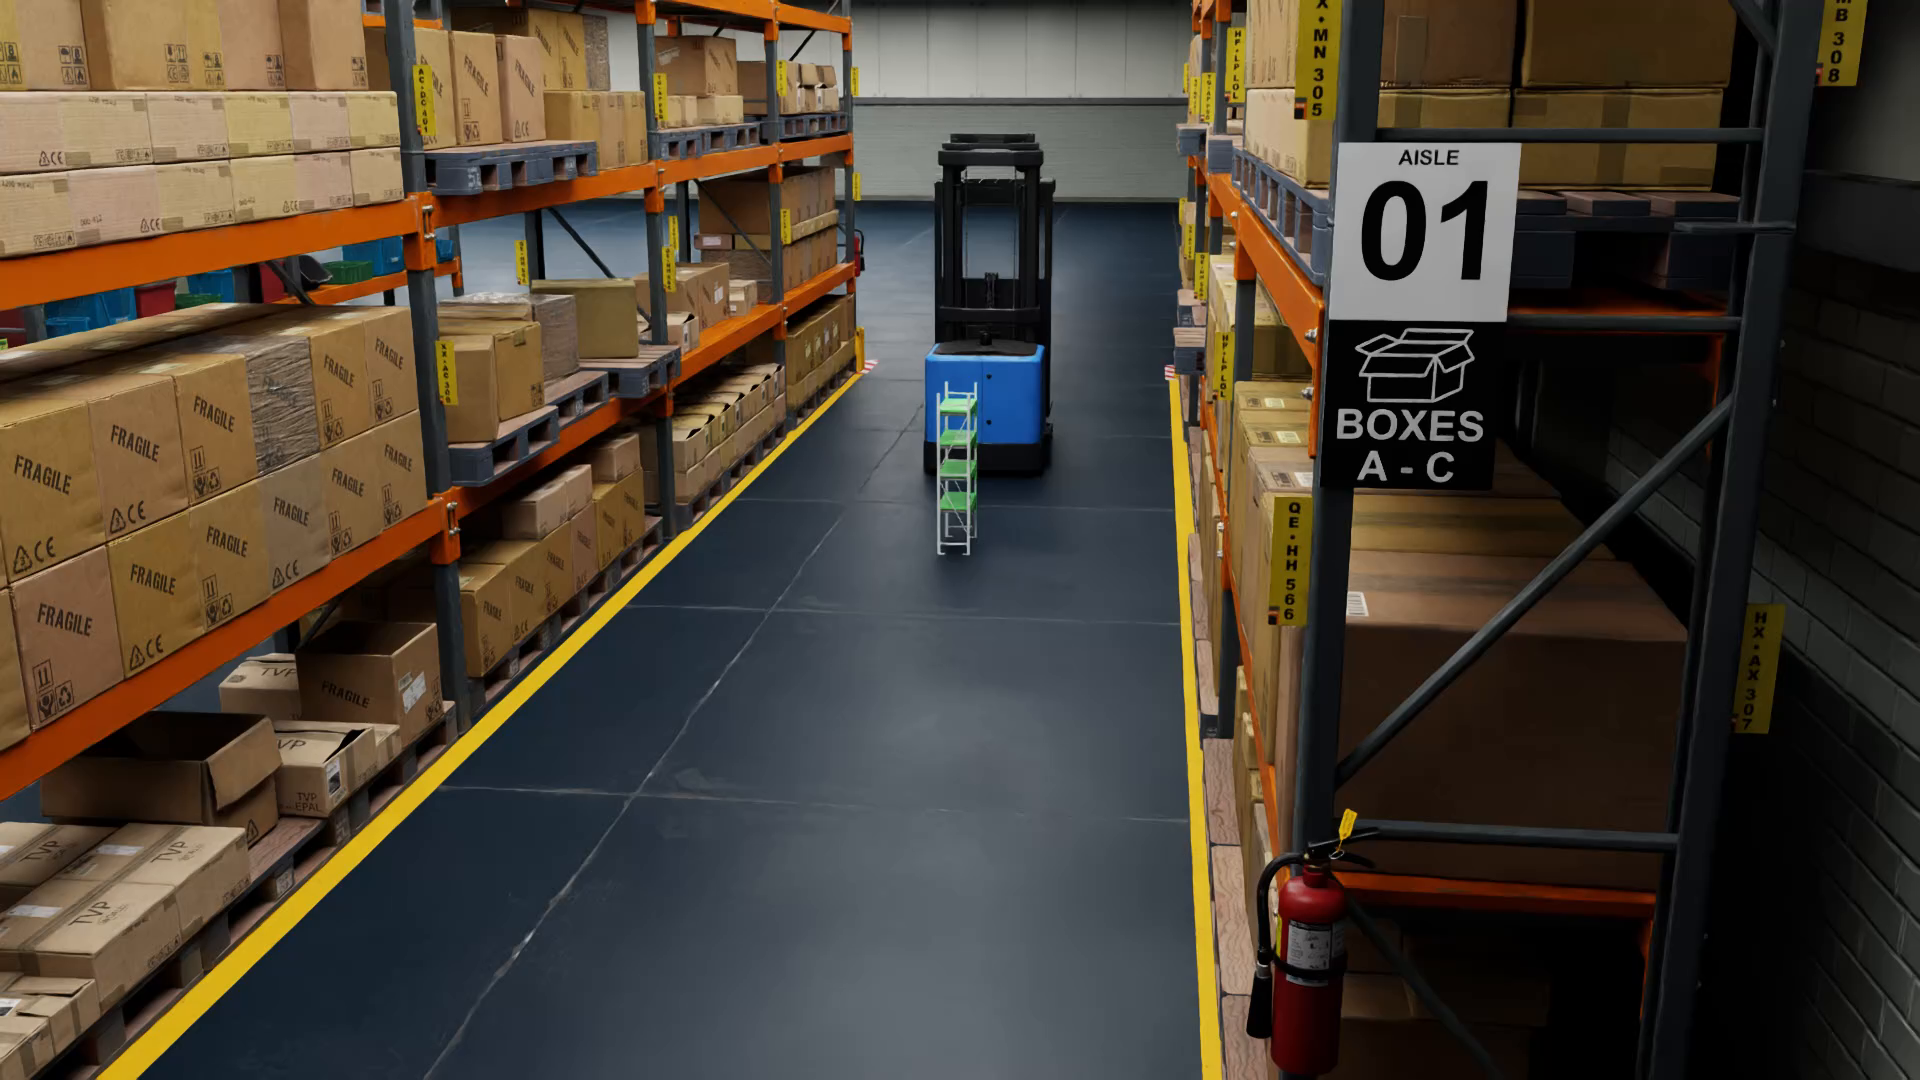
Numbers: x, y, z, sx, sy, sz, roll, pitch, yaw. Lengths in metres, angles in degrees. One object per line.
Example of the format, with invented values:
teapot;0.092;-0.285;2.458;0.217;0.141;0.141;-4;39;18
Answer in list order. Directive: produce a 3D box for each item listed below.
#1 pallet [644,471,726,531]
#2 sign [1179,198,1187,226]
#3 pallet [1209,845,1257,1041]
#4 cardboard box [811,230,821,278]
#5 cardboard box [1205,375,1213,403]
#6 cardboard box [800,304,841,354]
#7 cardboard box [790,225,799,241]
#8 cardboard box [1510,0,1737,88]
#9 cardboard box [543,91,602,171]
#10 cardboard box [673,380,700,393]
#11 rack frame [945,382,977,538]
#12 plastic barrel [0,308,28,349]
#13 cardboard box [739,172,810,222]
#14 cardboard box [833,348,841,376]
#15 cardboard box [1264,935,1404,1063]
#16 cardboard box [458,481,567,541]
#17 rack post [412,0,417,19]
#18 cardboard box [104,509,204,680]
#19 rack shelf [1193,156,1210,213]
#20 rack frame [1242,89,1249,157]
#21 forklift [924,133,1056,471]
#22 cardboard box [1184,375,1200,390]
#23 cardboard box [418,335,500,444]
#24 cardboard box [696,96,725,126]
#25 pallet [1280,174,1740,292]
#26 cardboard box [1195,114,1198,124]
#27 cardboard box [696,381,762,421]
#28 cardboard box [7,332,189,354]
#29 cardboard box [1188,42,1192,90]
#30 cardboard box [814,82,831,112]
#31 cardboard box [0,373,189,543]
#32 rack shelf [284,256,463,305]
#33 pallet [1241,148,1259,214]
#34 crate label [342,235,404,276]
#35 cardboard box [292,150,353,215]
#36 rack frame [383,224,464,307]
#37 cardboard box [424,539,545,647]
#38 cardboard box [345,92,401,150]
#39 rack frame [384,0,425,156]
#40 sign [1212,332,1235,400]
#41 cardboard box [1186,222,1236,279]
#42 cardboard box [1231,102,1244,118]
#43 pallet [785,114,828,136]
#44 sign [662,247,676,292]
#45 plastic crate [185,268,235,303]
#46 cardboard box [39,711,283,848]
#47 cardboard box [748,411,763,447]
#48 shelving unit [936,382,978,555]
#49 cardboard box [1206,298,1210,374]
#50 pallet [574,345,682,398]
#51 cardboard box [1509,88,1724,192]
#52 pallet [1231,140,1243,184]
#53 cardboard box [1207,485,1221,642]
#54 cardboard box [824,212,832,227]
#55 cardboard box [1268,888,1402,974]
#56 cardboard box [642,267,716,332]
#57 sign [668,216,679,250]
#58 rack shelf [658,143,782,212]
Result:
pallet;-2.542;-0.340;13.516;1.003;0.211;1.213;2;15;6
sign;2.612;-3.838;19.450;0.100;0.325;0.005;2;15;6
pallet;1.498;1.567;6.464;1.003;0.211;1.213;2;15;6
cardboard box;-1.953;-3.212;18.601;0.700;0.500;0.500;2;15;7
cardboard box;1.830;-1.007;11.084;0.380;0.149;0.250;2;15;8
cardboard box;-1.635;-2.379;18.739;0.500;0.500;0.500;2;15;6
cardboard box;-1.886;-3.202;17.322;0.380;0.149;0.250;1;15;4
cardboard box;1.668;-1.425;4.294;0.500;0.500;0.500;1;15;4
cardboard box;-2.806;-2.589;10.552;0.910;0.500;0.500;2;15;6
cardboard box;-2.636;-1.294;15.089;0.500;0.311;0.500;1;15;4
rack frame;0.009;-0.600;12.581;0.240;1.200;0.015;2;15;6
plastic barrel;-7.844;-1.816;13.370;0.600;0.536;0.708;2;15;6
cardboard box;-2.009;-3.692;17.892;0.700;0.500;0.500;2;15;6
cardboard box;-1.637;-2.017;18.837;0.500;0.250;0.500;2;15;6
cardboard box;1.382;1.435;5.591;0.700;0.500;0.500;2;15;6
cardboard box;-2.716;-0.182;10.098;0.500;0.250;0.500;2;15;6
rack post;-6.904;-6.158;19.154;0.937;0.300;0.954;3;15;12
cardboard box;-3.152;0.181;6.054;0.500;0.500;0.500;2;15;6
rack shelf;2.474;-2.949;13.452;1.077;0.370;4.000;2;15;6
rack frame;1.797;-3.188;7.211;1.000;3.000;0.127;2;15;6
forklift;0.332;-2.359;15.769;1.130;2.935;3.031;1;15;5
cardboard box;2.787;-1.896;17.874;0.700;0.500;0.500;1;15;3
cardboard box;-2.850;-0.804;8.892;0.700;0.500;0.500;-3;16;-13
cardboard box;-2.361;-3.788;14.660;0.500;0.250;0.500;0;15;1
pallet;1.419;-0.852;4.490;1.003;0.211;1.213;2;15;6
cardboard box;2.581;-4.142;16.255;0.500;0.500;0.500;0;15;2
cardboard box;-2.095;-1.280;15.037;0.500;0.311;0.500;2;15;6
cardboard box;-3.574;-0.586;6.977;0.500;0.500;0.500;1;15;5
cardboard box;2.759;-5.171;18.148;0.500;0.500;0.500;2;15;6
cardboard box;-1.702;-4.774;17.921;0.500;0.311;0.500;4;16;13
cardboard box;-3.152;-0.303;5.928;0.500;0.500;0.500;2;15;7
rack shelf;-6.918;-2.830;18.759;1.077;0.370;4.000;2;15;6
pallet;1.694;-1.485;6.831;1.003;0.211;1.213;2;15;6
crate label;-6.632;-3.228;18.784;0.502;0.435;0.616;2;15;6
cardboard box;-2.983;-1.549;7.184;0.500;0.250;0.500;2;15;6
rack frame;-6.693;-3.696;20.583;1.000;3.000;0.127;2;15;6
cardboard box;-2.780;0.301;9.749;0.500;0.500;0.500;2;15;7
cardboard box;-2.911;-1.919;7.597;0.500;0.250;0.500;2;15;6
rack frame;-3.125;-3.333;7.747;1.000;3.000;0.127;2;15;6
sign;1.257;-0.826;7.903;0.100;0.325;0.005;2;15;6
cardboard box;2.446;-2.798;16.074;0.500;0.500;0.500;2;15;6
cardboard box;2.487;-3.170;12.657;0.797;0.503;0.637;4;16;14
pallet;-2.012;-4.454;17.811;1.003;0.211;1.213;2;15;6
sign;-2.134;-1.981;12.176;0.100;0.325;0.005;2;15;6
plastic crate;-6.959;-2.355;15.657;0.392;0.384;0.575;2;15;6
cardboard box;-3.332;1.044;6.996;0.797;0.503;0.637;2;15;6
cardboard box;-2.098;-1.007;15.103;0.500;0.250;0.500;2;15;8
shelving unit;-0.019;-0.536;12.347;0.258;1.200;0.503;2;15;6
cardboard box;1.939;-1.412;11.338;0.500;0.500;0.500;2;15;8
pallet;-2.681;-1.204;11.734;1.213;0.211;1.003;2;15;6
cardboard box;1.672;-1.063;4.391;0.500;0.250;0.500;2;15;9
pallet;2.105;-2.227;9.768;1.003;0.211;1.213;2;15;9
cardboard box;1.839;0.140;9.710;0.750;0.750;0.750;2;15;8
cardboard box;-1.682;-3.671;19.059;0.380;0.149;0.250;1;15;5
cardboard box;1.159;1.213;5.170;0.380;0.149;0.250;2;15;6
cardboard box;-2.442;-2.095;14.470;0.500;0.500;0.500;2;15;6
sign;-2.774;-2.984;16.139;0.100;0.325;0.005;2;15;6
rack shelf;-2.448;-3.093;13.988;1.077;0.370;4.000;2;15;6
